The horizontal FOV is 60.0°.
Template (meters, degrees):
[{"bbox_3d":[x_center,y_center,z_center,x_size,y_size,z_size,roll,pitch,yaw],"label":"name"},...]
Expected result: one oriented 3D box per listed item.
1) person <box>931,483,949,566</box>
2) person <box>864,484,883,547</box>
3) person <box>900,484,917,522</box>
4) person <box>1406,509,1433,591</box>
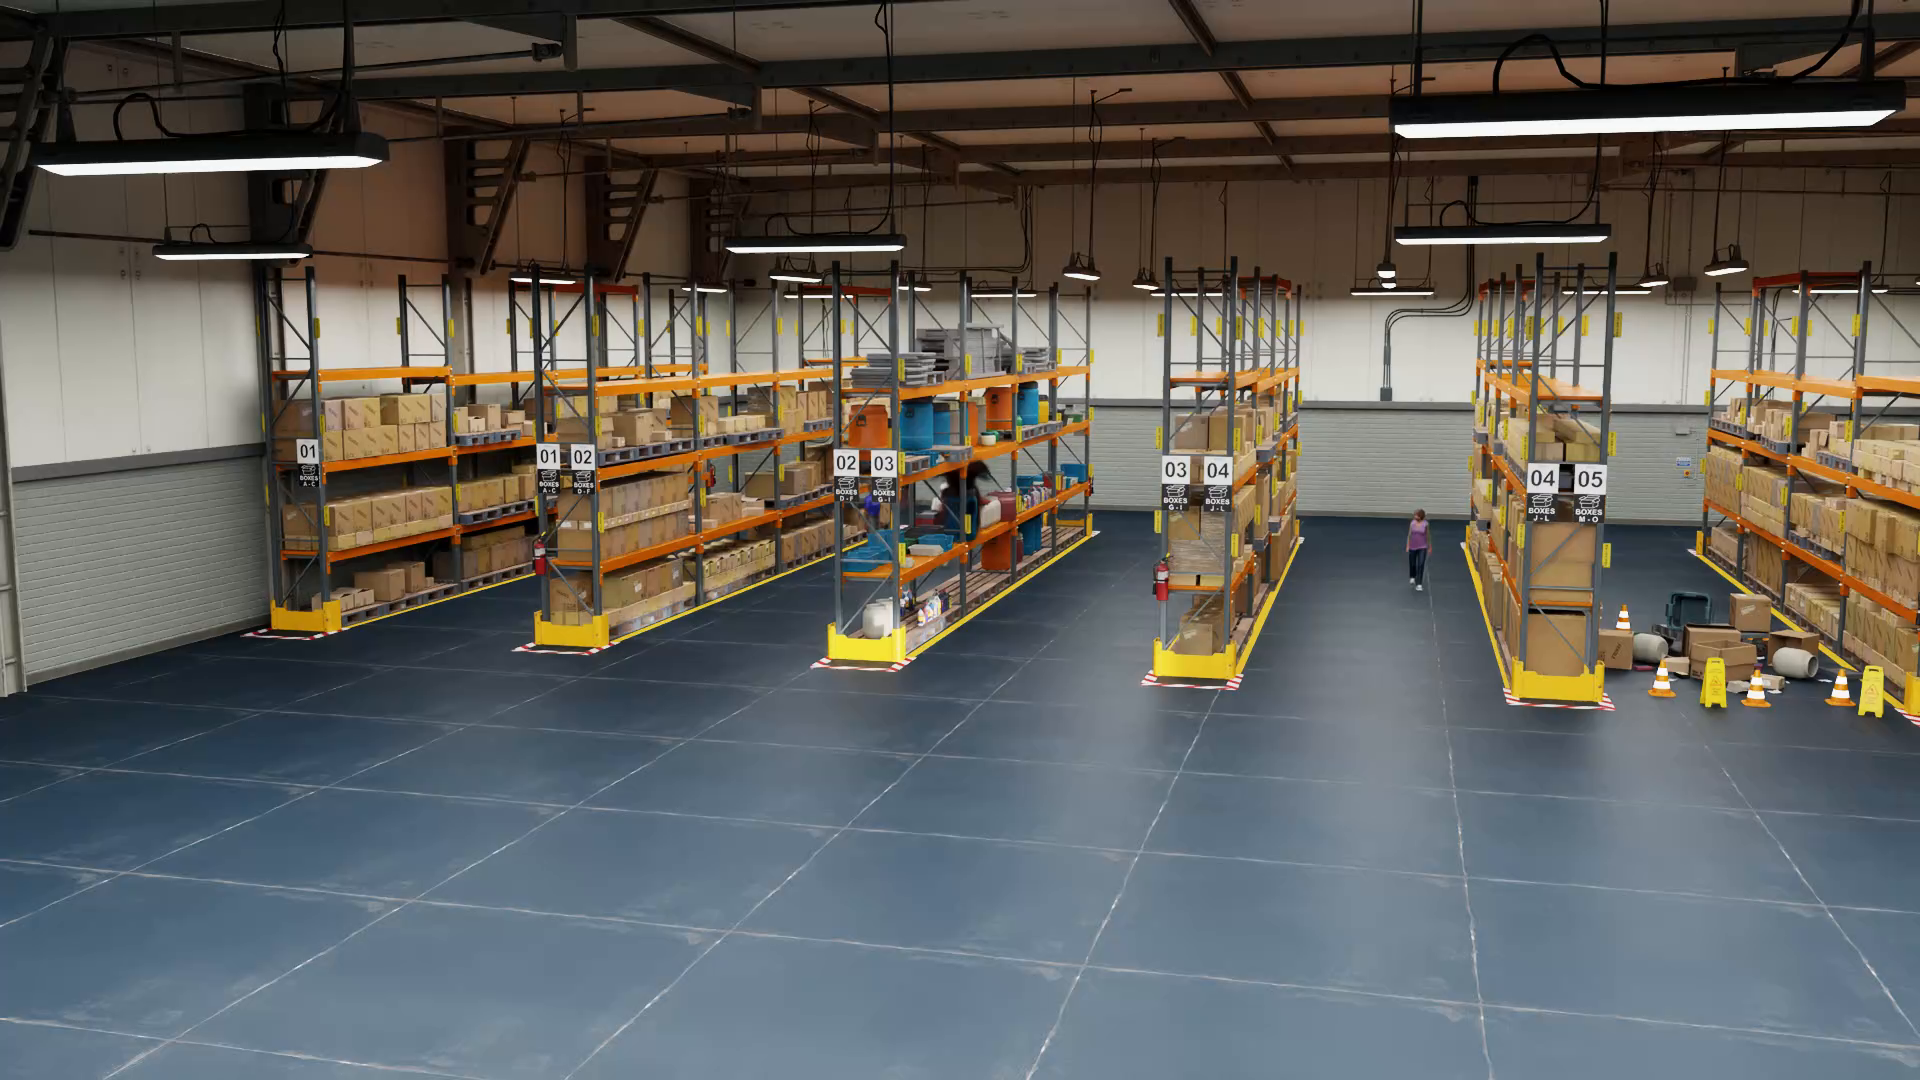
[{"bbox_3d":[-0.341,-0.354,35.344,0.591,1.705,1.038,2,8,16],"label":"person"},{"bbox_3d":[-1.846,-0.380,36.059,0.506,1.680,0.492,4,8,30],"label":"person"},{"bbox_3d":[-1.339,-1.294,42.838,0.865,1.702,0.705,1,7,11],"label":"person"},{"bbox_3d":[8.855,0.162,32.055,0.497,1.557,0.805,2,7,13],"label":"person"}]
